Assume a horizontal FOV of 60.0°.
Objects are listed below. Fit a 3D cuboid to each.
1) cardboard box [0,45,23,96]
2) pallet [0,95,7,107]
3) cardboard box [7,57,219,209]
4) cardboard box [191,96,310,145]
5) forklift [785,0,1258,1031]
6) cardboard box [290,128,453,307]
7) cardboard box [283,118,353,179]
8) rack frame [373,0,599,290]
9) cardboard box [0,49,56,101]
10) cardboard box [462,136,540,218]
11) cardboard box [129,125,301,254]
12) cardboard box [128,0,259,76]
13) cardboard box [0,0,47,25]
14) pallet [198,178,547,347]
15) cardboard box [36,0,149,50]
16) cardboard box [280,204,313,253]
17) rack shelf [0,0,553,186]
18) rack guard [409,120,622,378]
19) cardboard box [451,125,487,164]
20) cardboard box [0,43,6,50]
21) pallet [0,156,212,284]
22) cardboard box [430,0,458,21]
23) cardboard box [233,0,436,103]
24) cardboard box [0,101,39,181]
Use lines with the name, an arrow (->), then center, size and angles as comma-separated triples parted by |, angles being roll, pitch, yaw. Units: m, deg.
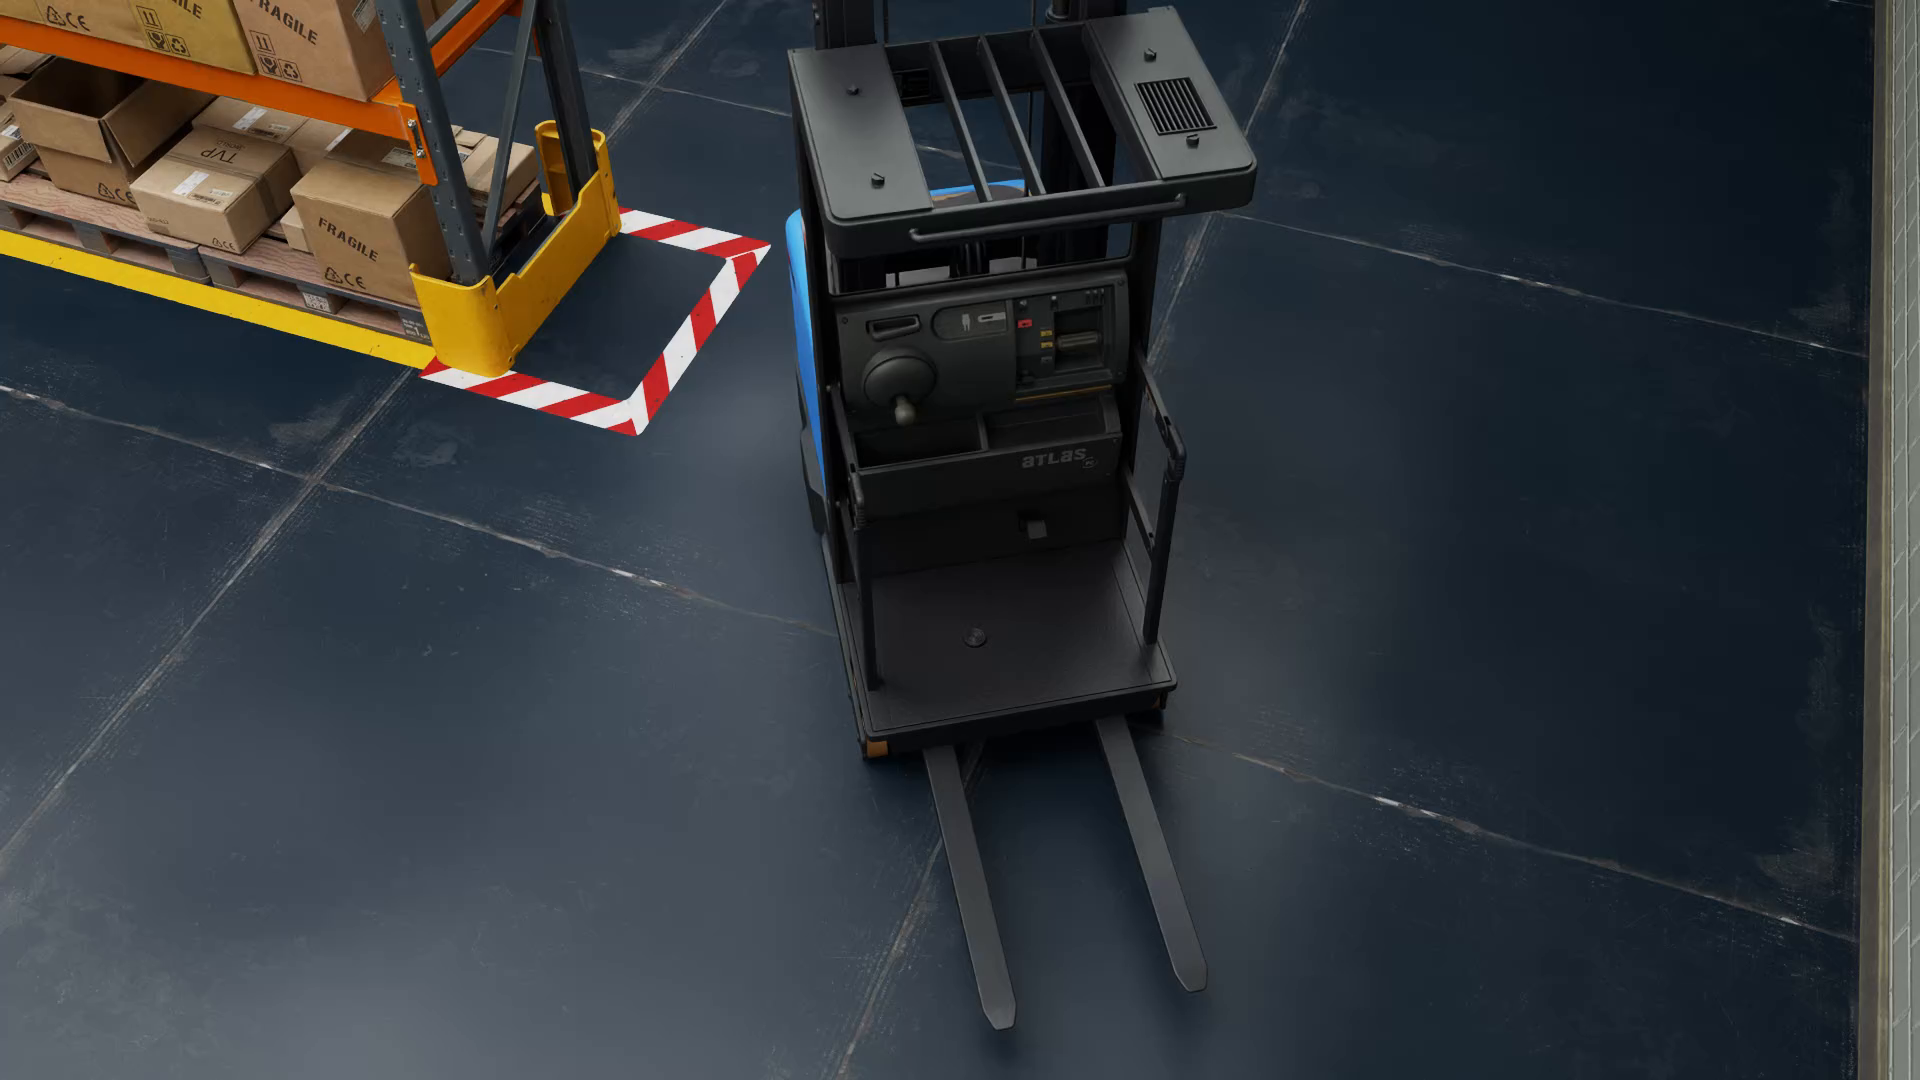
cardboard box -> -4.629, -2.367, 8.278 | 0.250, 0.149, 0.380 | 16, 51, 13
pallet -> -4.990, -2.066, 8.268 | 1.213, 0.211, 1.003 | 16, 51, 13
cardboard box -> -3.870, -1.998, 7.725 | 0.637, 0.503, 0.797 | 16, 51, 13
cardboard box -> -3.232, -1.962, 7.860 | 0.500, 0.250, 0.500 | 16, 51, 13
forklift -> 0.126, -0.500, 5.110 | 1.130, 2.935, 3.031 | -9, 50, -8
cardboard box -> -2.477, -1.406, 7.213 | 0.500, 0.500, 0.500 | 16, 51, 13
cardboard box -> -2.763, -1.831, 7.747 | 0.500, 0.250, 0.500 | 16, 51, 13
rack frame -> -1.882, -2.113, 6.463 | 0.127, 3.000, 1.000 | 16, 51, 13
cardboard box -> -4.298, -2.279, 8.095 | 0.500, 0.311, 0.500 | 16, 51, 13
cardboard box -> -2.156, -1.677, 7.680 | 0.250, 0.149, 0.380 | 16, 51, 13
cardboard box -> -3.358, -1.594, 7.542 | 0.500, 0.250, 0.500 | 16, 51, 13
cardboard box -> -2.884, -2.203, 6.475 | 0.500, 0.500, 0.500 | 16, 51, 13
cardboard box -> -3.823, -2.470, 6.706 | 0.500, 0.500, 0.500 | 15, 51, 13
pallet -> -2.701, -1.427, 7.714 | 1.213, 0.211, 1.003 | 16, 51, 13
cardboard box -> -3.350, -2.338, 6.592 | 0.500, 0.500, 0.500 | 16, 51, 13
cardboard box -> -2.826, -1.467, 7.487 | 0.250, 0.166, 0.380 | 16, 51, 13
rack shelf -> -3.758, -2.401, 7.189 | 4.000, 0.370, 1.077 | 16, 51, 13
rack guard -> -1.953, -1.314, 7.425 | 0.348, 0.500, 1.175 | 16, 51, 13
cardboard box -> -2.390, -1.748, 7.730 | 0.250, 0.166, 0.380 | 16, 51, 13
cardboard box -> -5.001, -2.538, 8.194 | 0.500, 0.500, 0.500 | 16, 51, 13
pallet -> -3.842, -1.748, 7.992 | 1.213, 0.211, 1.003 | 16, 51, 13
cardboard box -> -2.207, -2.449, 6.688 | 0.500, 0.500, 0.500 | 17, 51, 14
cardboard box -> -2.396, -2.070, 6.359 | 0.500, 0.500, 0.500 | 17, 51, 14
cardboard box -> -4.500, -1.894, 7.857 | 0.250, 0.166, 0.380 | 16, 51, 13
